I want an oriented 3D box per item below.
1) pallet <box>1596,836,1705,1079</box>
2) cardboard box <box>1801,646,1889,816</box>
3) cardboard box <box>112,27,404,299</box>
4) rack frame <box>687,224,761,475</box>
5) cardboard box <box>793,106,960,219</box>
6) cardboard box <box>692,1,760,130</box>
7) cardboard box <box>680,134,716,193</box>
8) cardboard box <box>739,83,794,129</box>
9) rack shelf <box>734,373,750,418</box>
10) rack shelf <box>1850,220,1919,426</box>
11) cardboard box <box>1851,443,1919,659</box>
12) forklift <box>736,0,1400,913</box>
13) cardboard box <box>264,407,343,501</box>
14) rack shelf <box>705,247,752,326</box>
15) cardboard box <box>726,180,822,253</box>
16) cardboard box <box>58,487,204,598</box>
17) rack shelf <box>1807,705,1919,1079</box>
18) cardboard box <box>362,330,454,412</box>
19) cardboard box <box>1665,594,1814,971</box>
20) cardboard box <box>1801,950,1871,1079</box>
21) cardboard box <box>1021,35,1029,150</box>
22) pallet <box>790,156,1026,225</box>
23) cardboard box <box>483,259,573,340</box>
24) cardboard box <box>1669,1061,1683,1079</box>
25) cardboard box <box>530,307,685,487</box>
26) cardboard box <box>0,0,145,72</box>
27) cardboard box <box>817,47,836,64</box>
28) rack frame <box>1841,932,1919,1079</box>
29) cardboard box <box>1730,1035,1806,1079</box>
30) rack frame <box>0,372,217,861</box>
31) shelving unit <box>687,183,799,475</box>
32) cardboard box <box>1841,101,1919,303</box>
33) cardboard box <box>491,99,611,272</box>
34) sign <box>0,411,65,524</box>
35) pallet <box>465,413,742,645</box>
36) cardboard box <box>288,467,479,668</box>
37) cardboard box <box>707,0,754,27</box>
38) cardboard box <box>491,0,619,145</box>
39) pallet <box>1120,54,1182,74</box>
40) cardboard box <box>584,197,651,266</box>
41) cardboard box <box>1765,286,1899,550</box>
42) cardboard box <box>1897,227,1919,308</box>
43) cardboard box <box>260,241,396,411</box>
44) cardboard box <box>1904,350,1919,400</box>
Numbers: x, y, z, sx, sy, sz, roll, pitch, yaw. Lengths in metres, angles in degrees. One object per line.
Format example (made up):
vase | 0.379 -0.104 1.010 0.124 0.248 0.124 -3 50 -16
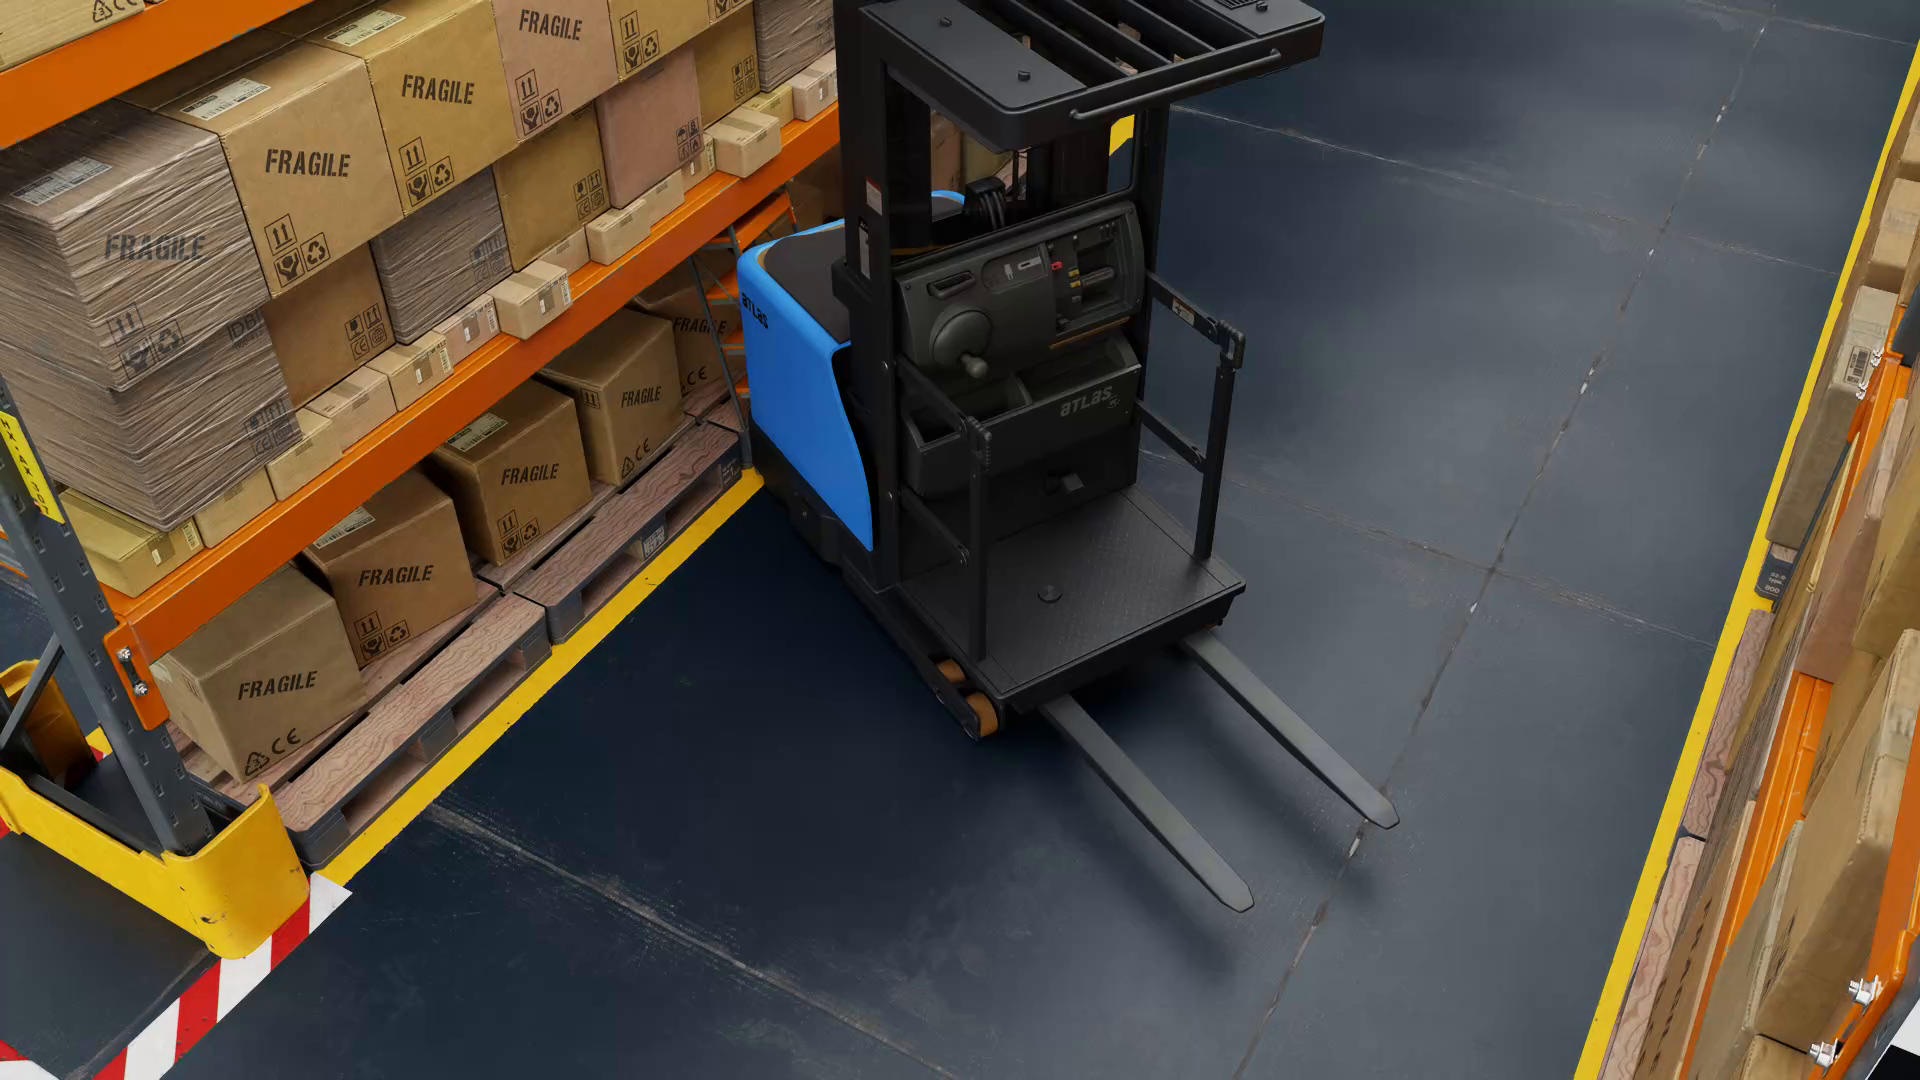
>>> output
pallet | 2.457 1.533 4.850 1.003 0.211 1.213 21 45 22
cardboard box | 2.535 0.463 3.841 0.875 0.550 0.500 21 45 22
cardboard box | -1.963 -1.066 4.634 0.500 0.500 0.500 21 45 22
rack frame | -0.883 -0.788 6.728 0.240 1.200 0.015 0 32 23
cardboard box | -0.403 -1.893 8.189 0.700 0.500 0.500 18 44 19
cardboard box | -1.288 -1.960 6.405 0.875 0.500 0.500 21 45 22
cardboard box | -1.160 -1.465 6.334 0.380 0.149 0.250 21 45 22
cardboard box | -0.892 -1.745 6.652 0.380 0.149 0.250 21 45 22
rack shelf | -0.745 -0.695 7.048 0.258 0.148 0.480 0 32 23
rack shelf | 4.516 -1.498 6.726 1.077 0.370 4.000 21 45 22
cardboard box | 2.478 0.037 3.508 0.875 0.550 0.500 21 45 22
forklift | 0.335 -0.750 5.383 1.130 2.935 3.031 -23 46 -24
cardboard box | -2.101 -0.298 5.009 0.380 0.149 0.250 21 45 22
rack shelf | -0.837 -1.051 6.840 0.258 0.148 0.480 0 32 23
cardboard box | -0.963 -1.326 7.560 0.500 0.500 0.500 20 45 21
cardboard box | -2.381 -0.023 4.697 0.380 0.149 0.250 21 45 22
rack shelf | 2.514 -0.335 3.136 1.077 0.370 4.000 21 45 22
cardboard box | -1.863 -0.589 5.339 0.380 0.149 0.250 21 45 22
cardboard box | 2.692 0.870 4.783 0.875 0.875 0.875 21 46 22
cardboard box | 1.733 1.004 2.410 0.875 0.550 0.550 21 45 22
cardboard box | 0.132 -2.480 8.855 0.700 0.500 0.500 17 44 19
pallet | -0.340 -1.722 8.545 1.003 0.211 1.213 21 45 22
cardboard box | -1.547 -0.850 5.635 0.380 0.149 0.250 21 45 22
cardboard box | 1.796 1.895 3.619 0.875 0.875 0.875 21 46 22
cardboard box | -1.486 -0.615 6.752 0.500 0.500 0.500 17 44 18
cardboard box | -2.265 -1.293 3.792 0.500 0.250 0.500 22 46 23
cardboard box | -0.582 -2.008 6.950 0.380 0.149 0.250 21 45 22
rack frame | 1.511 1.664 2.591 0.949 2.616 0.053 21 45 22
cardboard box | 1.660 1.381 2.798 0.875 0.550 0.550 21 45 22
rack frame | -2.730 -0.033 4.518 1.000 3.000 0.127 21 45 22
shelving unit | -0.803 -0.919 6.917 0.258 1.200 0.503 0 32 23
cardboard box | 4.700 -1.406 7.462 1.050 0.750 0.750 22 46 23
cardboard box | -1.737 -1.368 5.733 0.875 0.500 0.500 21 45 22
sign | -2.260 -0.179 4.029 0.100 0.325 0.005 21 45 22
pallet | -1.644 -0.179 6.793 1.003 0.211 1.213 21 45 22
cardboard box | -2.134 0.042 6.006 0.500 0.500 0.500 -33 51 -32
cardboard box | -0.965 -2.212 5.934 0.500 0.500 0.500 21 45 22
cardboard box | -1.469 -1.641 5.286 0.500 0.500 0.500 21 45 22
pallet | 0.881 -3.118 10.131 1.003 0.211 1.213 21 45 22
cardboard box | -1.345 -1.154 5.981 0.380 0.149 0.250 21 45 22
cardboard box | 3.748 -0.322 6.231 1.050 0.750 0.750 21 45 22
cardboard box | 3.545 -1.049 5.595 0.500 0.500 0.500 21 45 22
cardboard box | -2.285 -0.814 5.104 0.875 0.500 0.500 21 45 22
cardboard box | 3.341 -0.465 4.895 0.875 0.550 0.550 21 45 22
